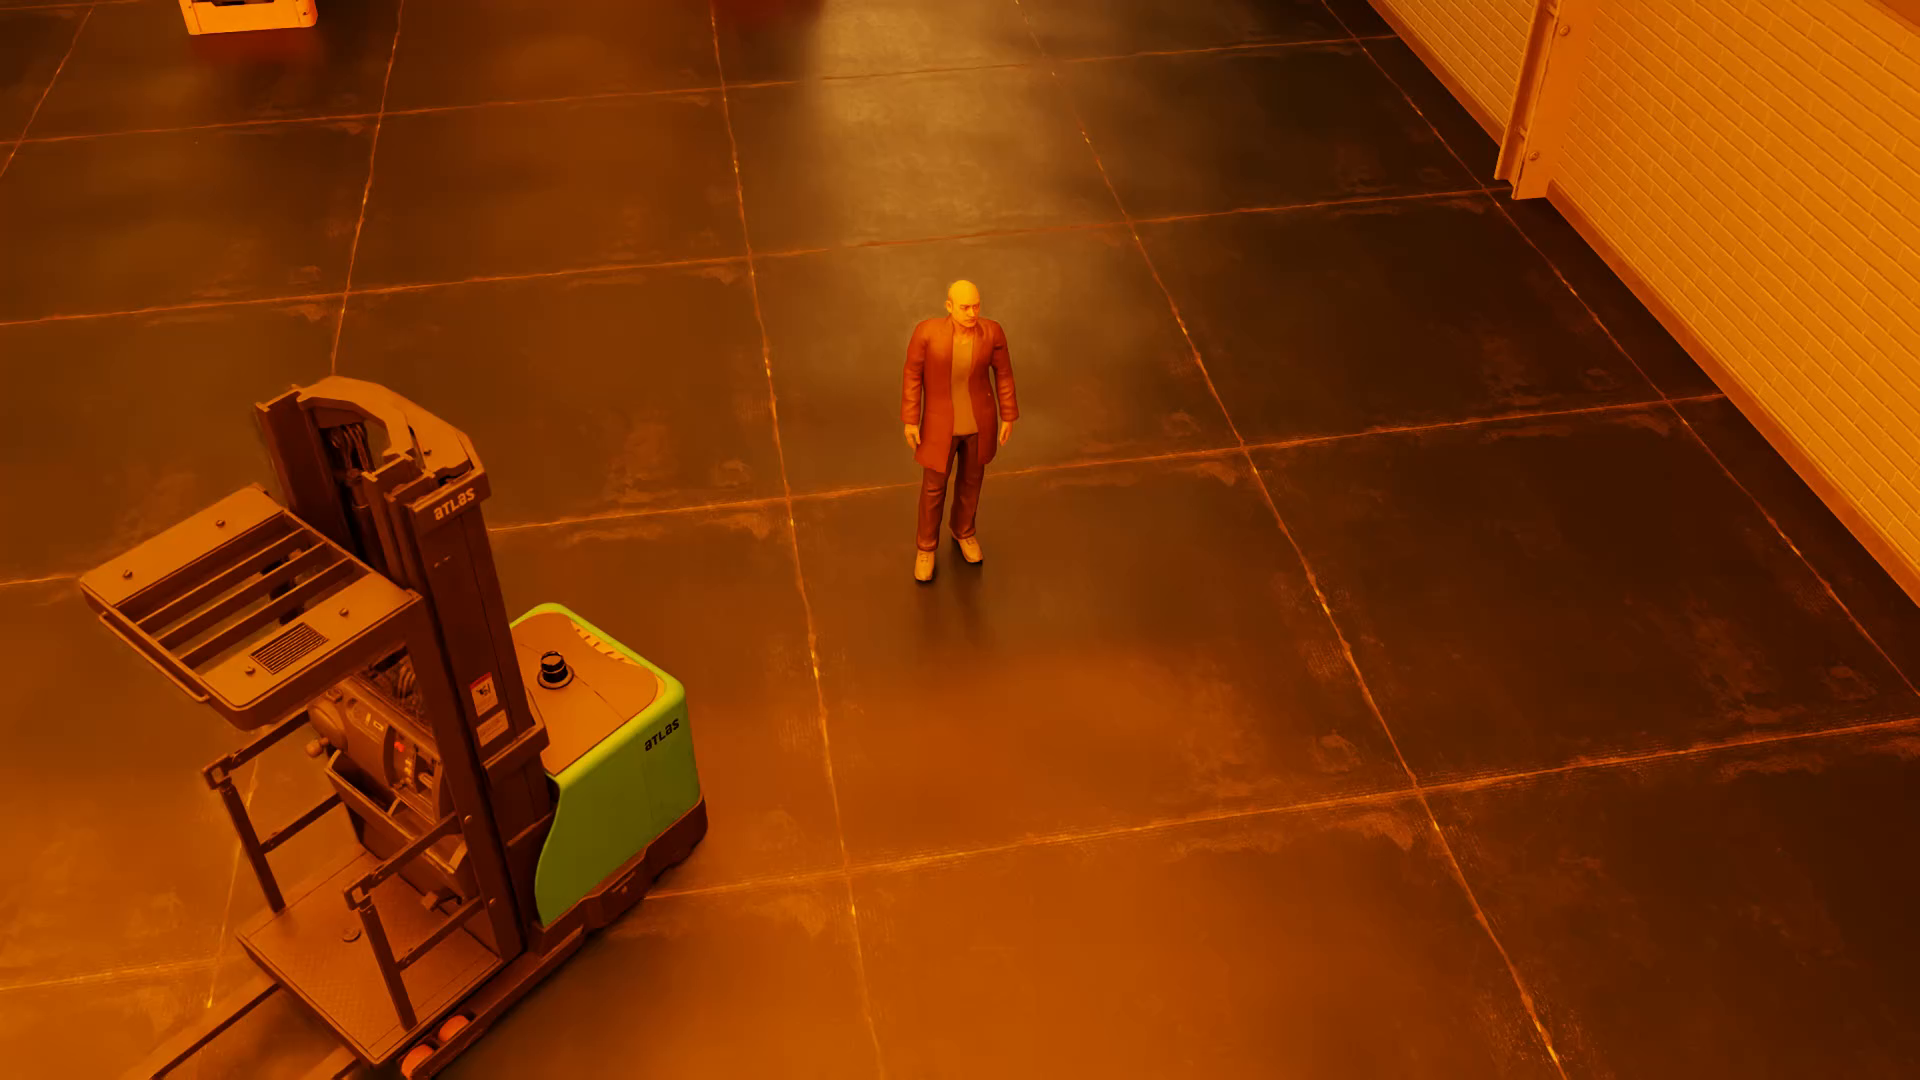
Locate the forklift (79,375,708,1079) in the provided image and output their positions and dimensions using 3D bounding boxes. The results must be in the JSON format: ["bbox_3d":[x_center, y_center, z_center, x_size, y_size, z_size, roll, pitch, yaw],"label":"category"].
[{"bbox_3d":[-2.594,0.923,6.871,1.130,2.935,3.031,28,48,29],"label":"forklift"}]

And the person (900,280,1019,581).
[{"bbox_3d":[0.012,-0.624,9.570,0.696,1.778,0.579,-7,41,-8],"label":"person"}]
